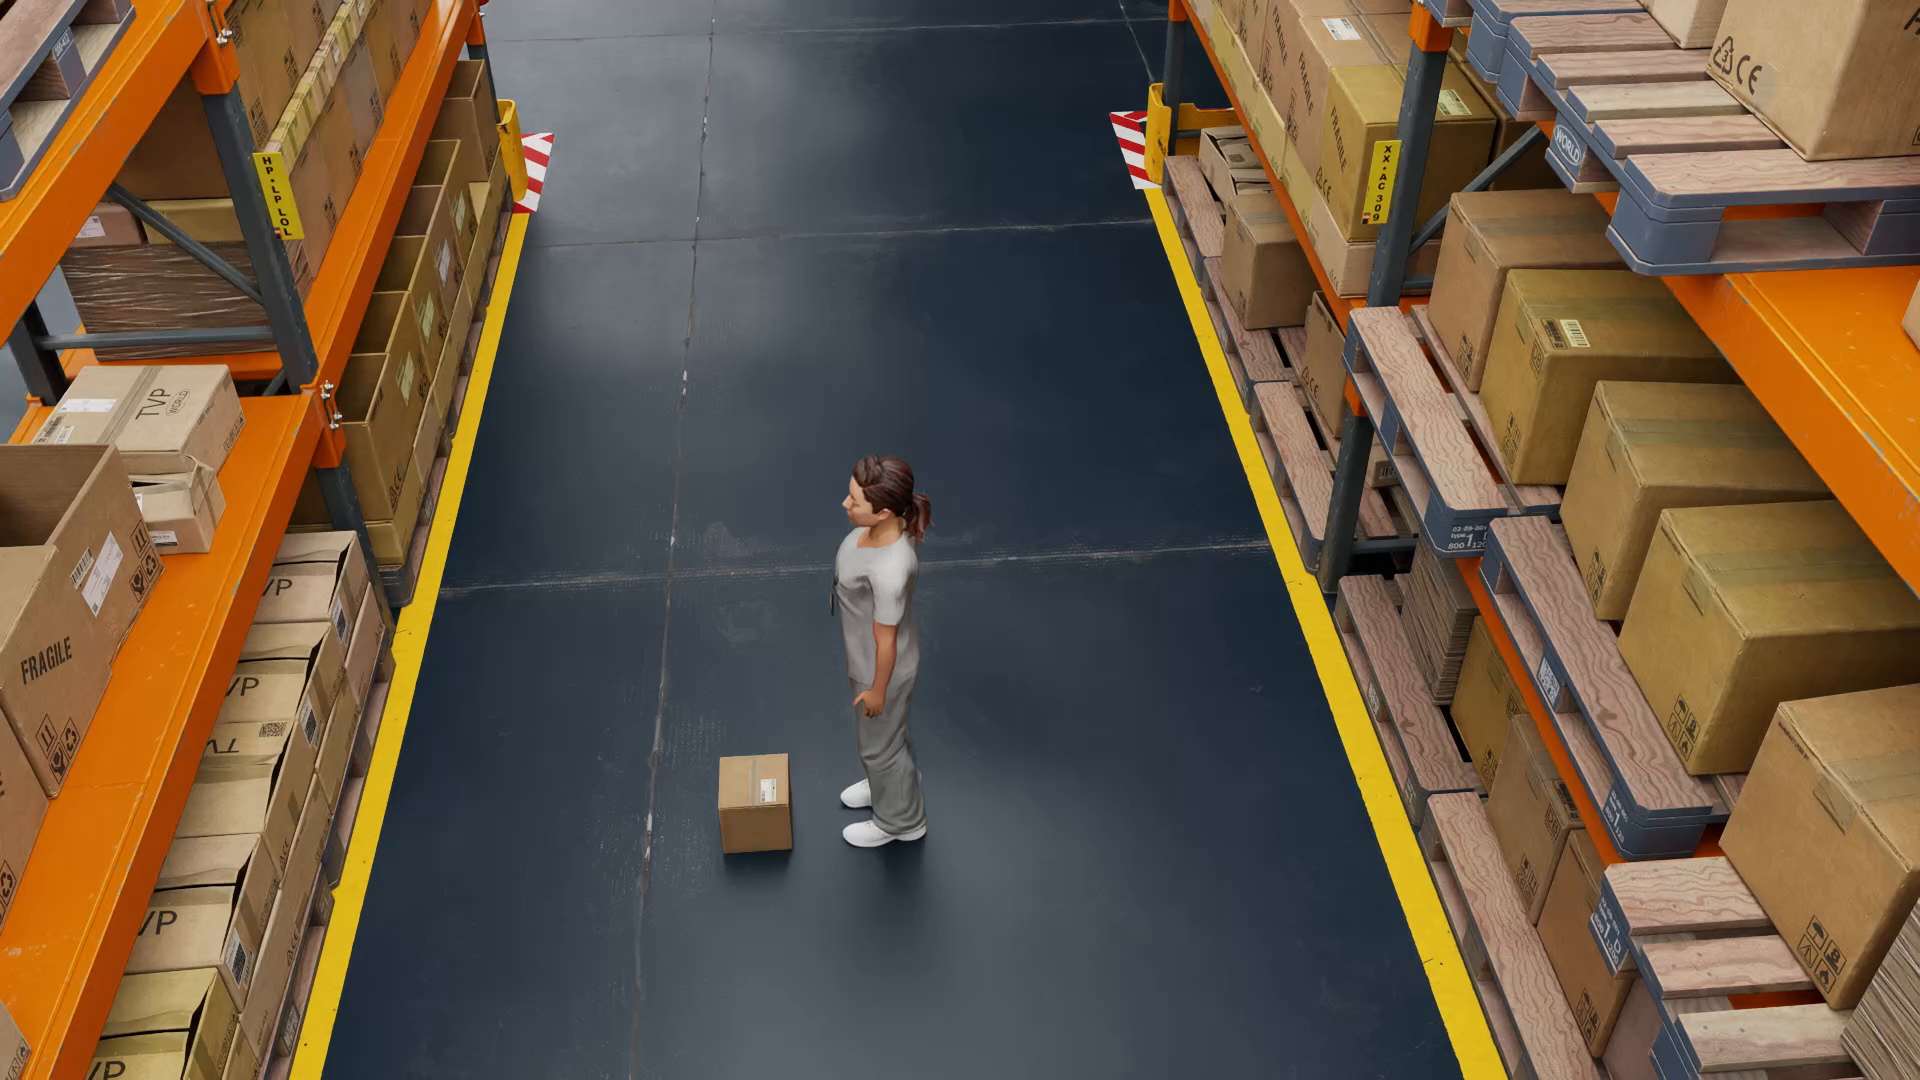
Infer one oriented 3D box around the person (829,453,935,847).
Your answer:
[{"bbox_3d":[-0.261,0.400,5.674,0.366,1.670,0.439,-2,39,-3],"label":"person"}]
